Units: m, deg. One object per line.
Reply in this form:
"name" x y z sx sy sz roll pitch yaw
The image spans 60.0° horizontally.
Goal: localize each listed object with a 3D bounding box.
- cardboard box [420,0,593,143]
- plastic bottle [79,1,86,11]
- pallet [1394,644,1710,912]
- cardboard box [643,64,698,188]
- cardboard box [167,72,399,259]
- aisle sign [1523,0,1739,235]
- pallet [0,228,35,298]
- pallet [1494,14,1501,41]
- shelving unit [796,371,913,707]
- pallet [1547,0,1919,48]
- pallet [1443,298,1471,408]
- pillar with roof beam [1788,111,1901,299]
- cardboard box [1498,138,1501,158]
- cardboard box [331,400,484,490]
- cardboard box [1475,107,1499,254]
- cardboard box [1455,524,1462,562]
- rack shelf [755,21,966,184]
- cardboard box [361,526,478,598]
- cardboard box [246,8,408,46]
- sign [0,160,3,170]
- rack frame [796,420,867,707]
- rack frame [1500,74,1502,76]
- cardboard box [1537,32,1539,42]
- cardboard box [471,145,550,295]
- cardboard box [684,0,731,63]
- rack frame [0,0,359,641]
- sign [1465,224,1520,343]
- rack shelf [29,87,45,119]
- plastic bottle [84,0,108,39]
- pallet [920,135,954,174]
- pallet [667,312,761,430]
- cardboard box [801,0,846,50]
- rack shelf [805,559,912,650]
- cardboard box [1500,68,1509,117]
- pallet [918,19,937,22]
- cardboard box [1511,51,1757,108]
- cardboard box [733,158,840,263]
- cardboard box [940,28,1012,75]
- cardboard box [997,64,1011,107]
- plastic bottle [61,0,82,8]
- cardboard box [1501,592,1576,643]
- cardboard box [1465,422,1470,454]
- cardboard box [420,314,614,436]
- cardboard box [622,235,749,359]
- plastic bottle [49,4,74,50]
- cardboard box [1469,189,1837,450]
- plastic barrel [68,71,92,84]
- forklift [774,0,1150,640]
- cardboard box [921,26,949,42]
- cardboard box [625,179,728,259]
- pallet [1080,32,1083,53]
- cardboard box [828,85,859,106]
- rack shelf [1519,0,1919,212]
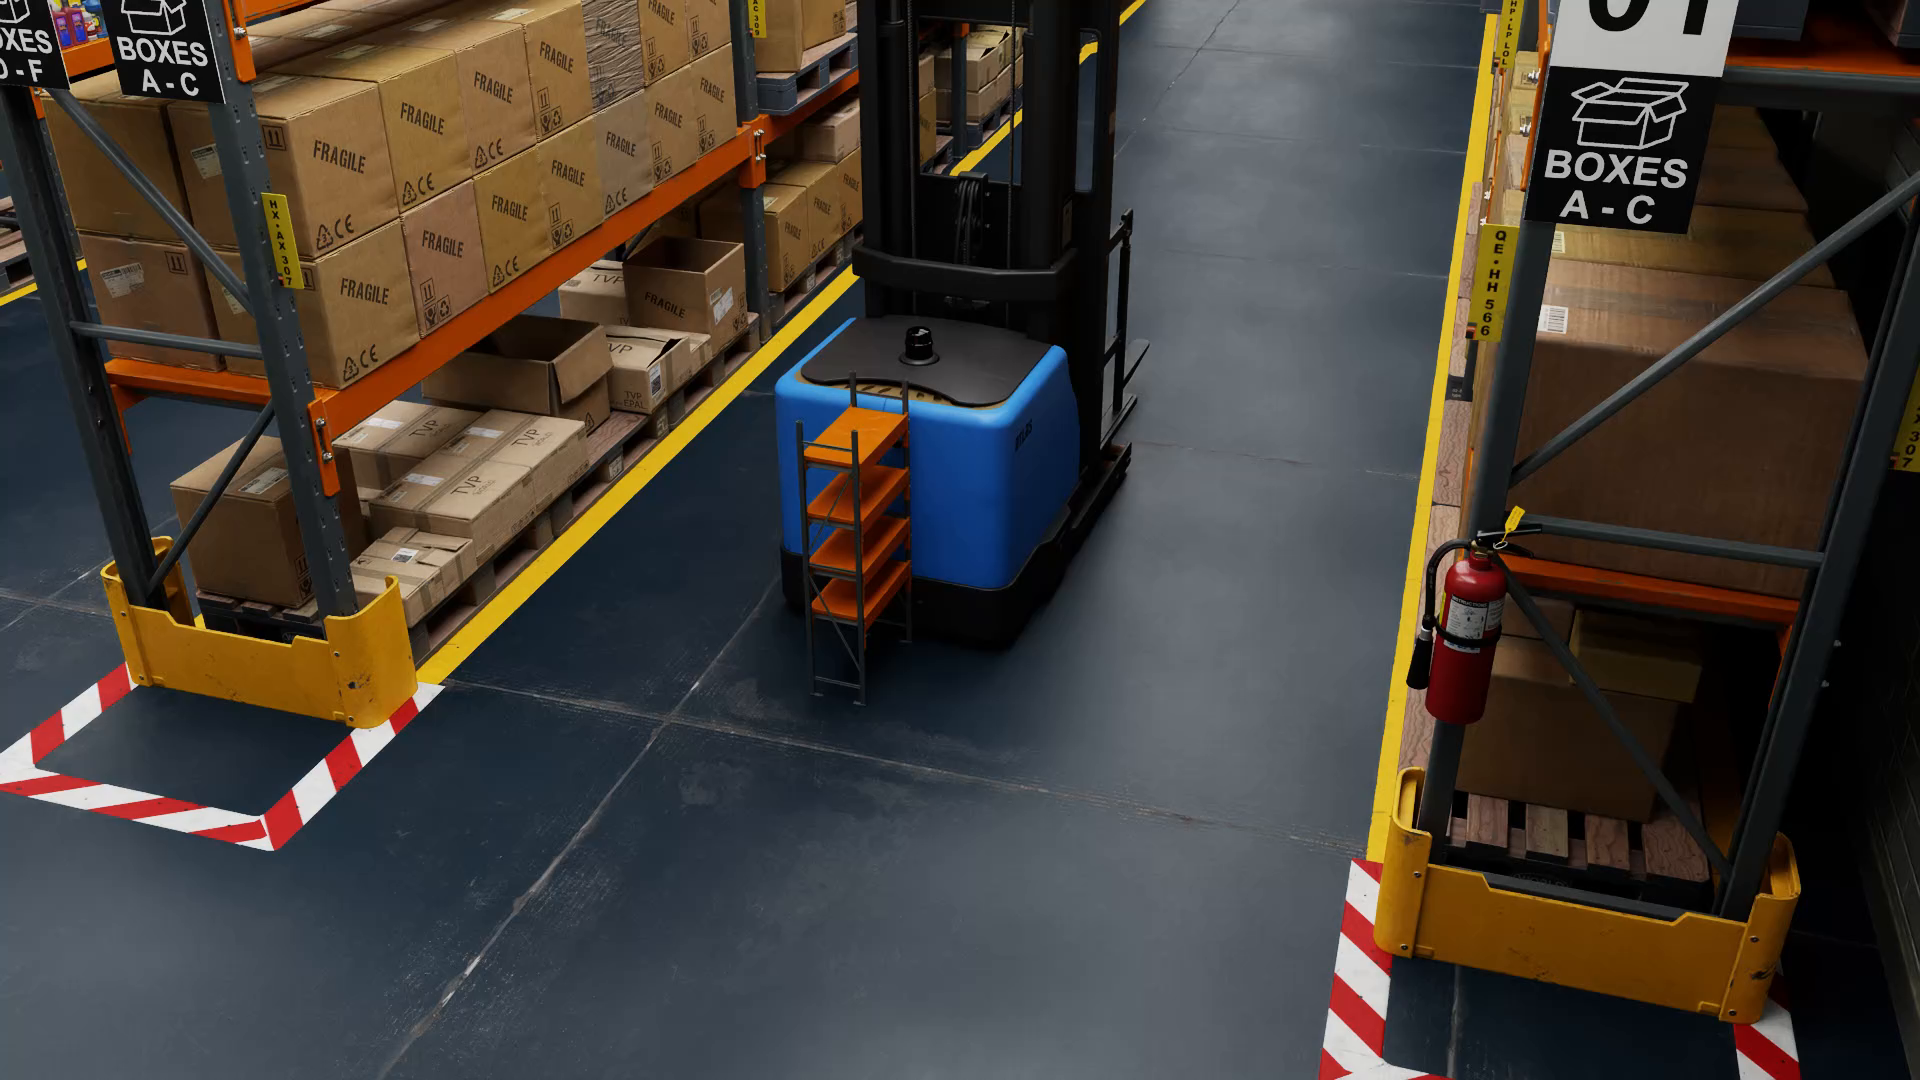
"cardboard box" -1.962 -2.060 7.237 0.500 0.500 0.500 8 30 14
"plastic bottle" -5.867 -3.520 11.196 0.097 0.201 0.097 0 29 0
"pallet" 2.106 0.842 6.019 1.003 0.211 1.213 8 30 15
"cardboard box" -1.668 -2.093 8.324 0.500 0.500 0.500 9 30 16
"cardboard box" -2.408 -1.348 5.957 0.500 0.500 0.500 9 30 16
"aisle sign" 1.638 -1.139 4.038 0.394 0.787 0.004 8 30 15
"pallet" -6.529 -1.701 10.590 1.003 0.211 1.213 8 30 15
"pallet" 5.988 -5.238 16.949 1.003 0.211 1.213 8 30 15
"shelving unit" -0.399 0.000 6.515 0.258 1.200 0.503 10 31 18
"pallet" 2.154 -1.612 4.568 1.003 0.211 1.213 8 30 15
"pallet" 3.275 -1.004 9.337 1.003 0.211 1.213 8 30 15
"pillar with roof beam" -0.373 -4.640 6.834 9.100 9.000 0.400 8 30 15
"cardboard box" 3.001 -2.070 8.623 0.380 0.149 0.250 9 30 16
"cardboard box" -2.559 -0.415 7.786 0.500 0.250 0.500 8 30 15
"cardboard box" 3.690 -2.227 10.446 0.750 0.750 0.750 8 30 15
"cardboard box" 2.350 0.109 6.608 0.700 0.500 0.500 8 30 13
"rack shelf" -1.029 -3.173 11.108 1.077 0.370 4.000 8 30 15
"cardboard box" -2.265 0.085 6.973 0.380 0.166 0.250 8 30 15
"cardboard box" -2.627 -1.902 6.953 0.500 0.500 0.500 9 30 16
"sign" -3.315 -1.432 5.722 0.100 0.325 0.005 8 30 15
"rack frame" -0.483 0.111 6.315 0.240 1.200 0.015 10 31 18
"rack frame" 4.295 -3.712 11.337 1.000 3.000 0.127 8 30 15
"cardboard box" 3.013 -2.616 8.167 0.500 0.250 0.500 9 30 16
"cardboard box" -2.111 -1.385 7.051 0.500 0.500 0.500 8 30 15
"cardboard box" -1.517 -2.767 8.506 0.500 0.500 0.500 9 30 15
"rack frame" -2.790 -0.699 5.921 1.000 3.000 0.127 8 30 15
"sign" 1.432 -0.687 4.465 0.100 0.325 0.005 8 30 15
"rack shelf" -6.937 -2.023 9.040 1.077 0.370 4.000 8 30 15
"plastic bottle" -5.751 -3.483 11.058 0.097 0.271 0.097 0 29 0
"pallet" -0.697 -2.857 12.668 1.003 0.211 1.213 8 30 15
"pallet" -1.819 -1.020 9.367 1.003 0.211 1.213 8 30 15
"cardboard box" -1.122 -3.302 10.065 0.700 0.500 0.500 13 32 23
"rack shelf" -0.399 0.233 6.645 0.258 0.148 0.480 10 31 18
"cardboard box" 3.155 -2.524 8.773 0.500 0.500 0.500 9 30 15
"pallet" -0.574 -4.008 12.067 1.213 0.211 1.003 8 30 15
"cardboard box" 2.946 -1.734 7.473 0.980 0.700 0.700 9 30 16
"cardboard box" -1.095 -2.097 10.553 0.500 0.500 0.500 9 30 16
"cardboard box" 0.139 -4.091 13.837 0.500 0.311 0.500 8 30 14
"cardboard box" 0.139 -3.834 13.953 0.500 0.250 0.500 8 30 13
"plastic bottle" -6.201 -3.784 11.518 0.144 0.351 0.185 8 30 15
"cardboard box" 1.920 0.206 5.766 0.380 0.149 0.250 8 30 14
"cardboard box" 2.803 -0.611 7.902 0.700 0.500 0.500 9 30 16
"cardboard box" -2.163 -0.785 8.192 0.797 0.503 0.637 8 30 15
"cardboard box" -1.512 -1.353 9.215 0.500 0.500 0.500 8 30 15
"plastic bottle" -5.835 -3.325 10.762 0.061 0.283 0.133 8 30 15
"cardboard box" 2.289 -0.703 5.620 0.980 0.700 0.700 8 30 14
"plastic barrel" -6.174 -2.783 11.394 0.600 0.901 0.708 8 30 15
"forklift" 0.218 -1.568 7.554 1.130 2.935 3.031 10 31 18
"cardboard box" -0.377 -4.165 13.971 0.500 0.311 0.500 8 30 14
"cardboard box" -1.745 -1.928 10.249 0.500 0.500 0.500 8 30 15
"pallet" 0.553 -4.709 15.998 1.003 0.211 1.213 8 30 15
"cardboard box" -0.801 -2.873 11.177 0.500 0.250 0.500 8 30 14
"rack shelf" 2.533 -1.920 5.770 1.077 0.370 4.000 8 30 15
